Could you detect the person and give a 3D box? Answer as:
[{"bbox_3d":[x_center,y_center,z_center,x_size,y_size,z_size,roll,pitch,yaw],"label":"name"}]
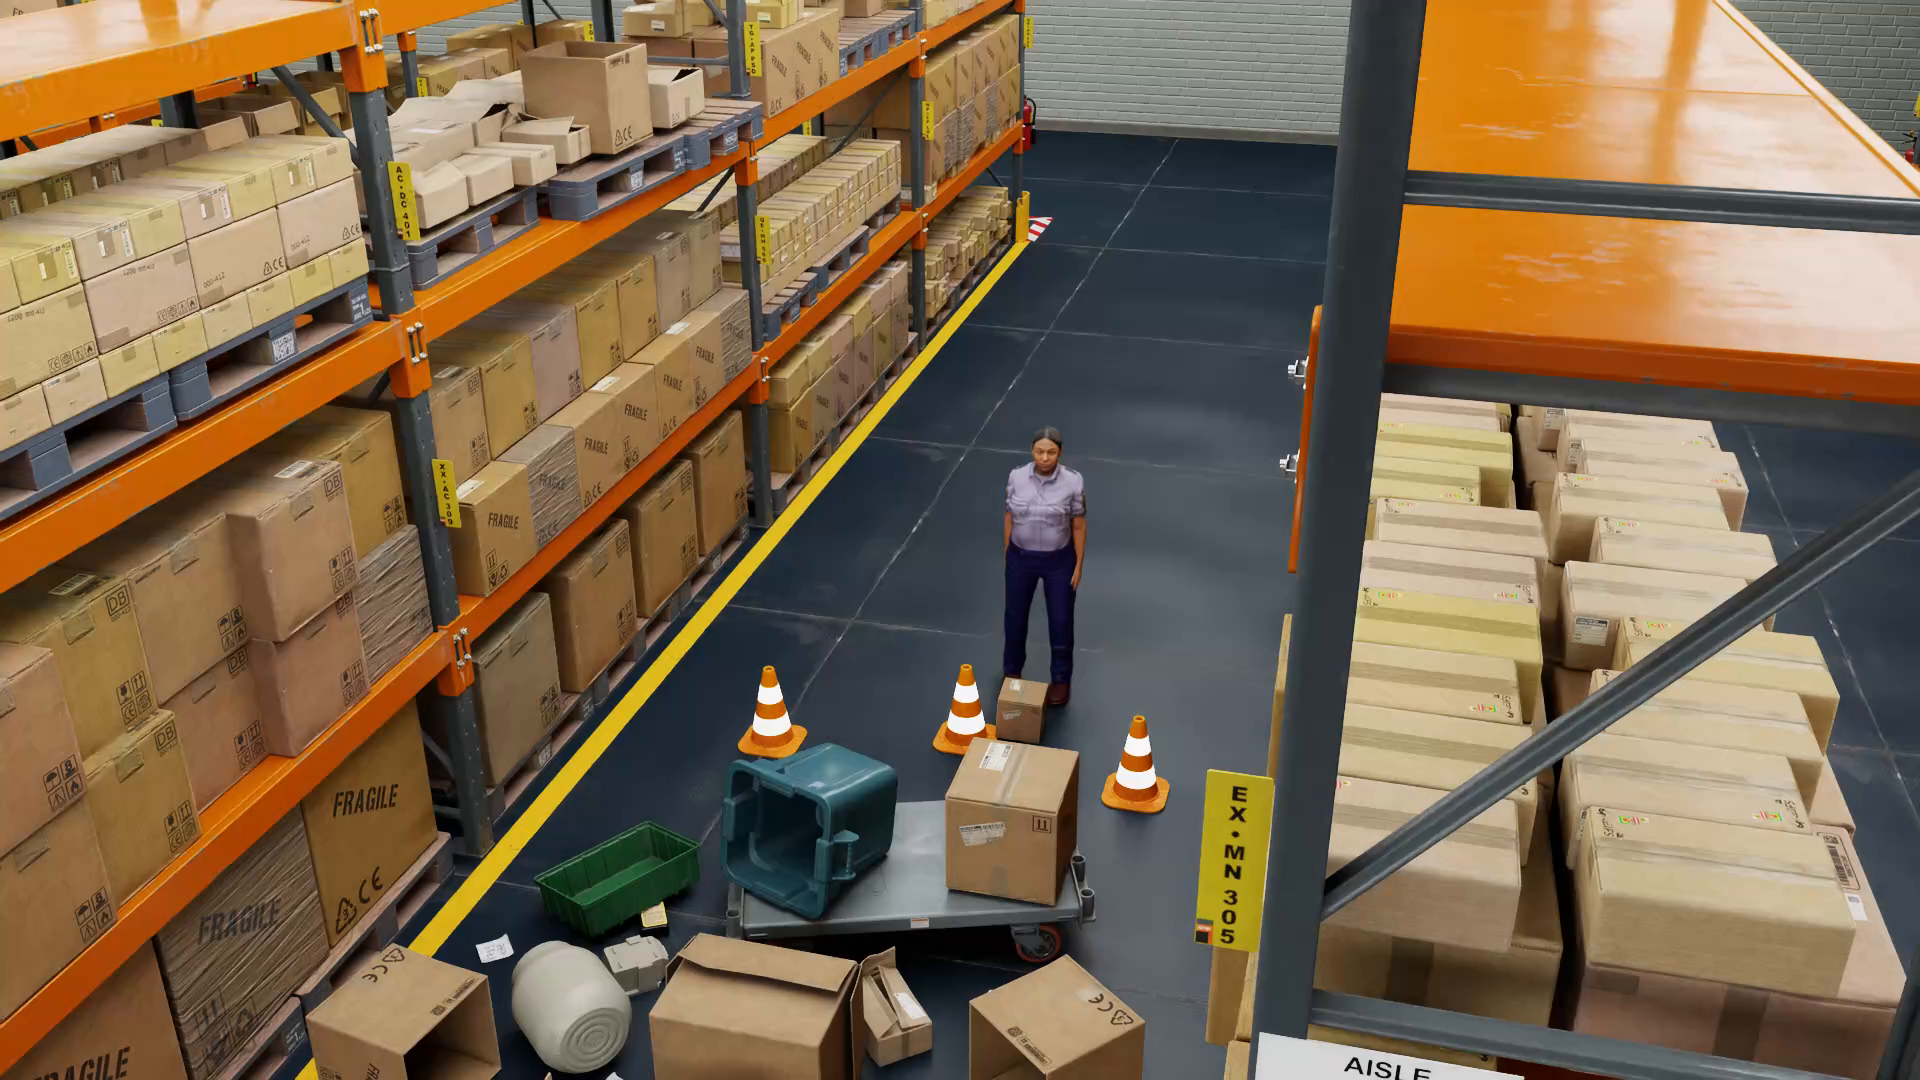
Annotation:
[{"bbox_3d":[0.469,0.156,9.433,0.475,1.684,0.372,5,26,11],"label":"person"}]
